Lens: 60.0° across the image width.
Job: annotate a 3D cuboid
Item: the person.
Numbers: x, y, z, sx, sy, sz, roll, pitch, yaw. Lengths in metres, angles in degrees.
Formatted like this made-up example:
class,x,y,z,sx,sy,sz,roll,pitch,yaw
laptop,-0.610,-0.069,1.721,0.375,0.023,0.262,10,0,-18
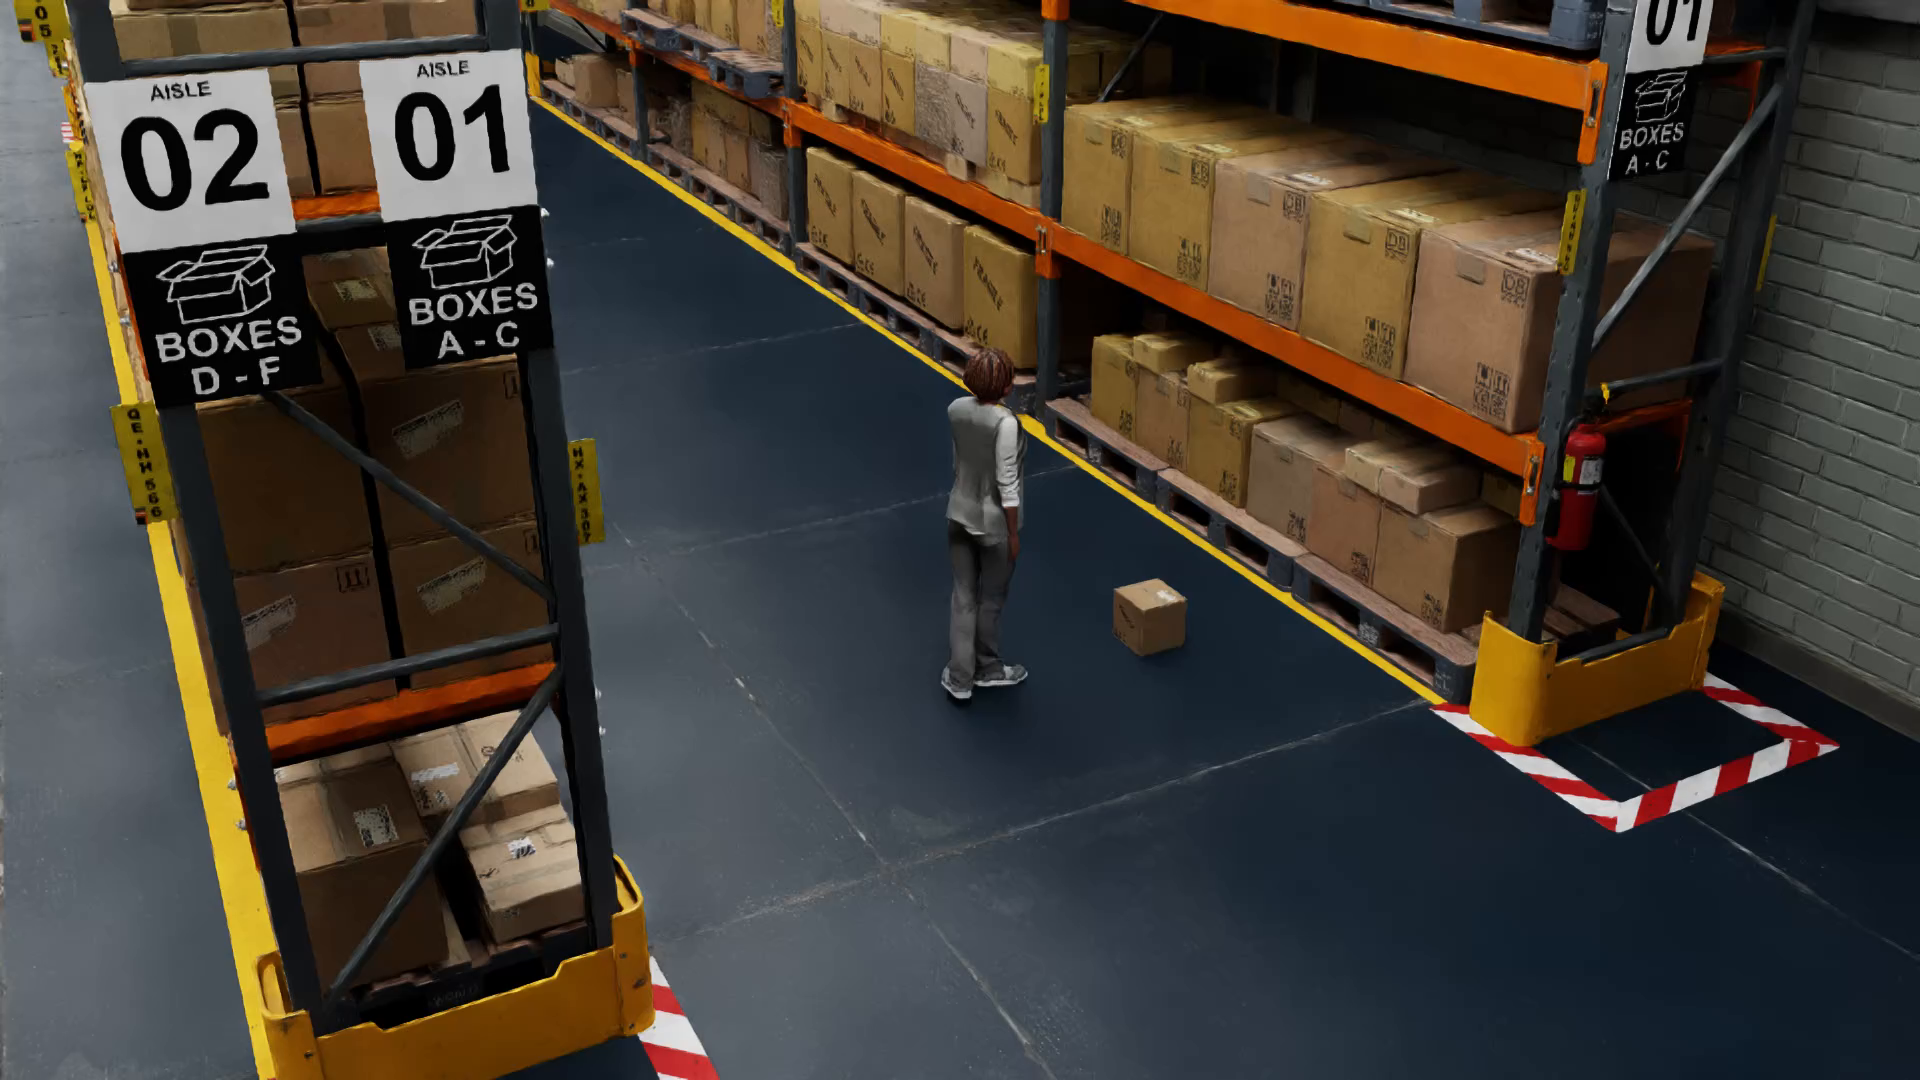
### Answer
class,x,y,z,sx,sy,sz,roll,pitch,yaw
person,0.083,-0.056,7.227,0.420,1.605,0.448,20,32,35
